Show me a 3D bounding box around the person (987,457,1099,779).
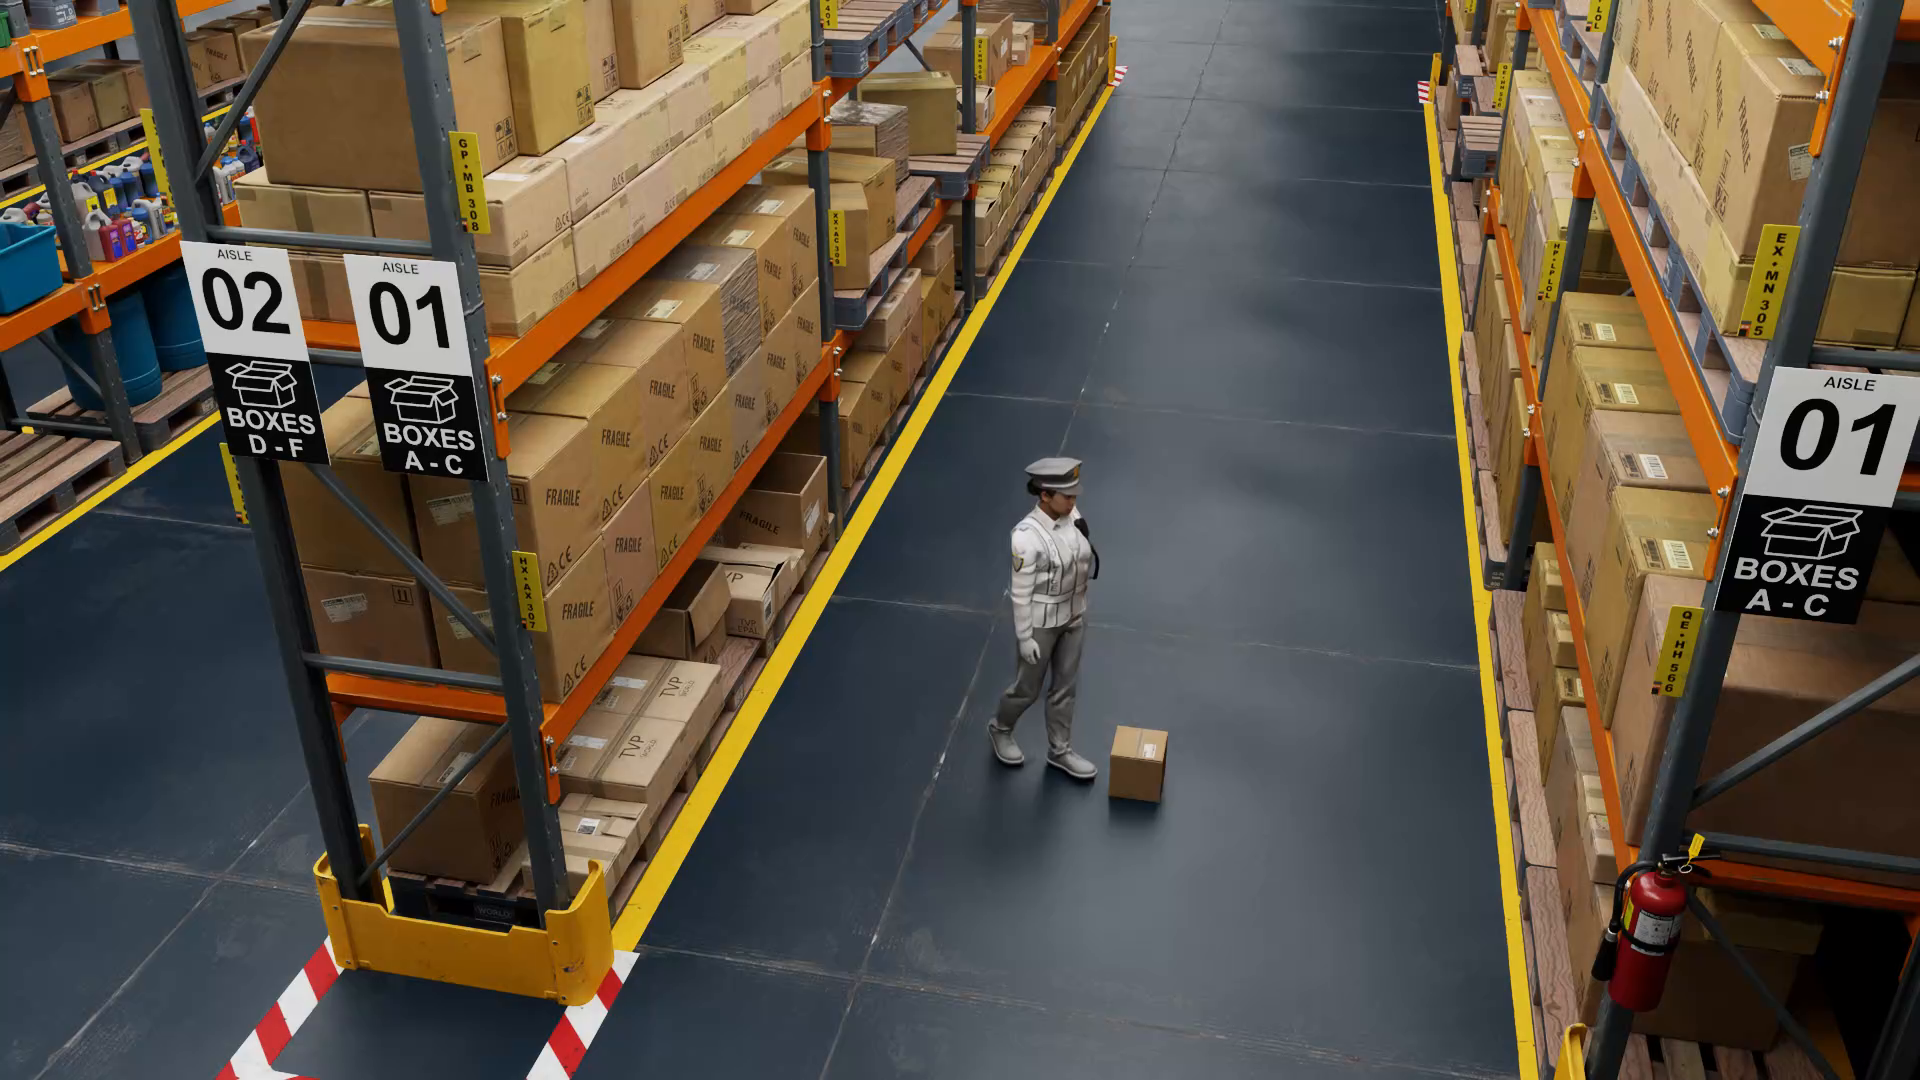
[{"bbox_3d":[0.420,0.361,7.923,0.613,1.665,0.502,24,37,36],"label":"person"}]
